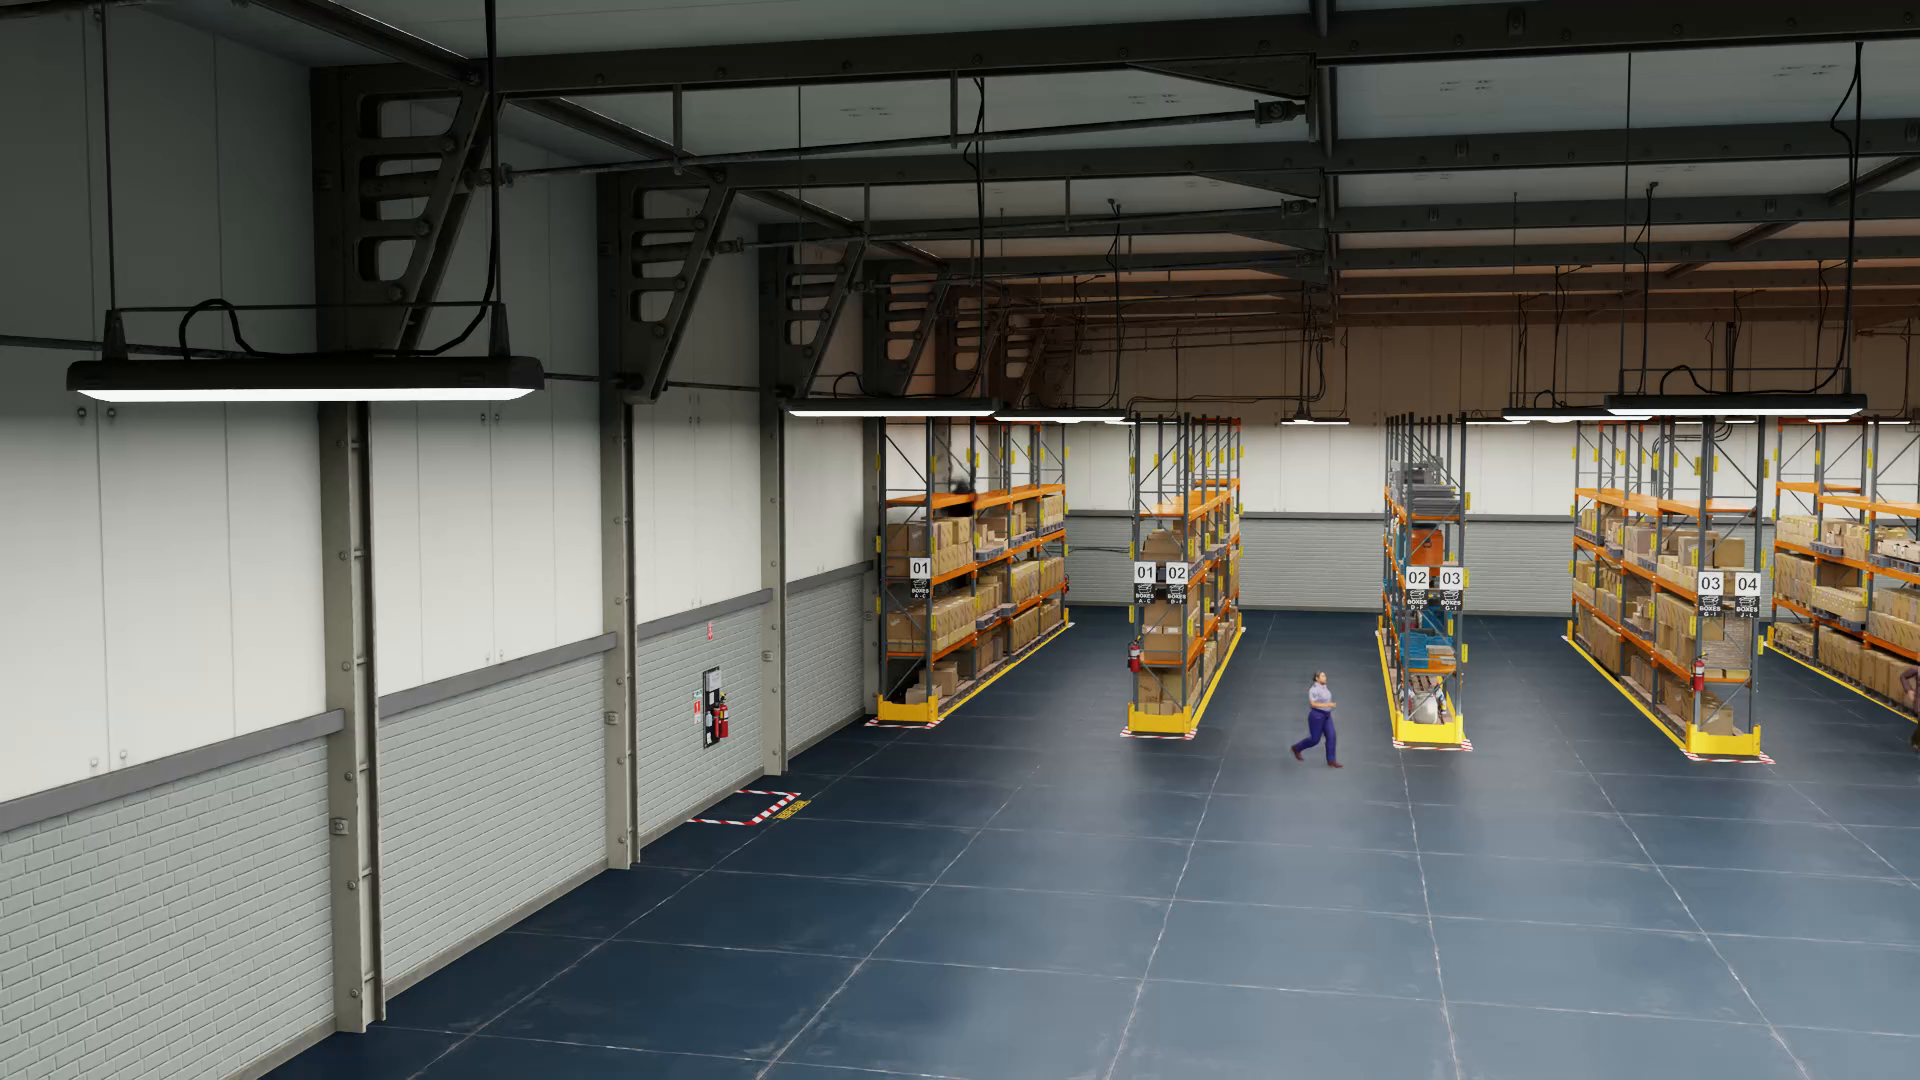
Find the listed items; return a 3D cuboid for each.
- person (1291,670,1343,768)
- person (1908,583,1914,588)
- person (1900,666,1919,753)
[{"bbox_3d":[6.056,3.013,28.073,0.887,1.621,0.616,3,5,39],"label":"person"},{"bbox_3d":[25.502,1.959,44.074,0.832,1.662,0.596,1,4,19],"label":"person"},{"bbox_3d":[16.784,2.861,28.888,0.691,1.805,0.918,0,4,3],"label":"person"}]
